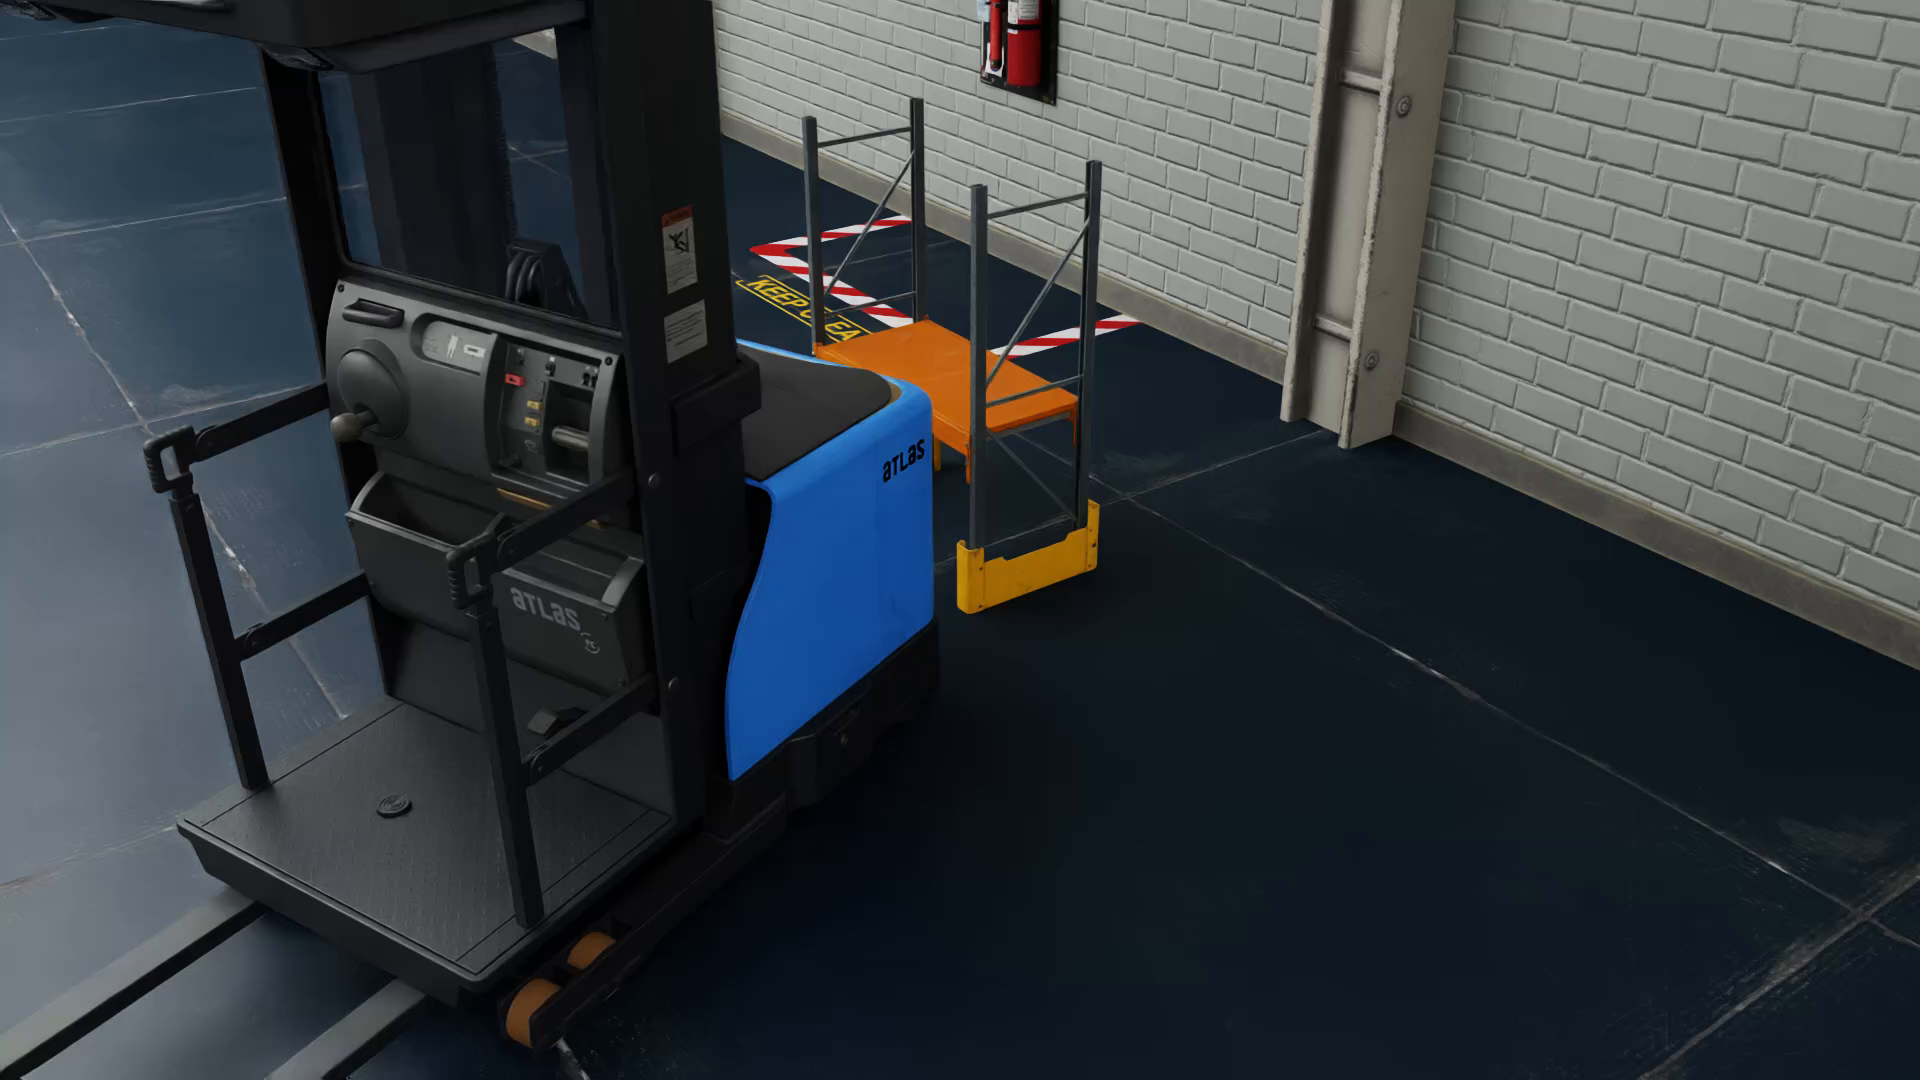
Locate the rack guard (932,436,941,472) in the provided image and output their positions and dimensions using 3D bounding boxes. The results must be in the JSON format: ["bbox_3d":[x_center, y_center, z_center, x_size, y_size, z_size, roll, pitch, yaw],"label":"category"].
[{"bbox_3d":[-0.333,-0.333,6.601,0.587,0.250,0.087,-19,34,-31],"label":"rack guard"}]

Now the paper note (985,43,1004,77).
[{"bbox_3d":[0.177,-2.486,8.607,0.016,0.148,0.142,-19,34,-31],"label":"paper note"}]

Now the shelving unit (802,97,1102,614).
[{"bbox_3d":[-0.044,-0.689,5.947,0.587,1.500,1.083,-19,34,-31],"label":"shelving unit"}]

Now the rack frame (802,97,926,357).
[{"bbox_3d":[-0.344,-0.890,6.317,0.500,1.500,0.032,-19,34,-31],"label":"rack frame"}]

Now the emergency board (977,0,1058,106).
[{"bbox_3d":[0.224,-2.785,8.235,0.194,1.169,0.643,-19,34,-31],"label":"emergency board"}]

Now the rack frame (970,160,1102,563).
[{"bbox_3d":[0.245,-0.495,5.589,0.500,1.500,0.032,-19,34,-31],"label":"rack frame"}]

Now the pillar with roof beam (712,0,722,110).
[{"bbox_3d":[-5.361,-5.591,7.115,9.100,9.000,0.400,-19,34,-31],"label":"pillar with roof beam"}]

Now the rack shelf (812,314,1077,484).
[{"bbox_3d":[-0.049,-0.534,6.039,0.538,0.185,1.000,-19,34,-31],"label":"rack shelf"}]

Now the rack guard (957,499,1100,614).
[{"bbox_3d":[0.245,0.054,5.888,0.587,0.250,0.087,-19,34,-31],"label":"rack guard"}]

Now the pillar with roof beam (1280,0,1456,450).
[{"bbox_3d":[-1.881,-3.258,2.820,9.100,9.000,0.400,-19,34,-31],"label":"pillar with roof beam"}]

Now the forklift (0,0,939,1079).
[{"bbox_3d":[-1.276,-0.319,3.767,1.130,2.935,3.031,17,33,28],"label":"forklift"}]
